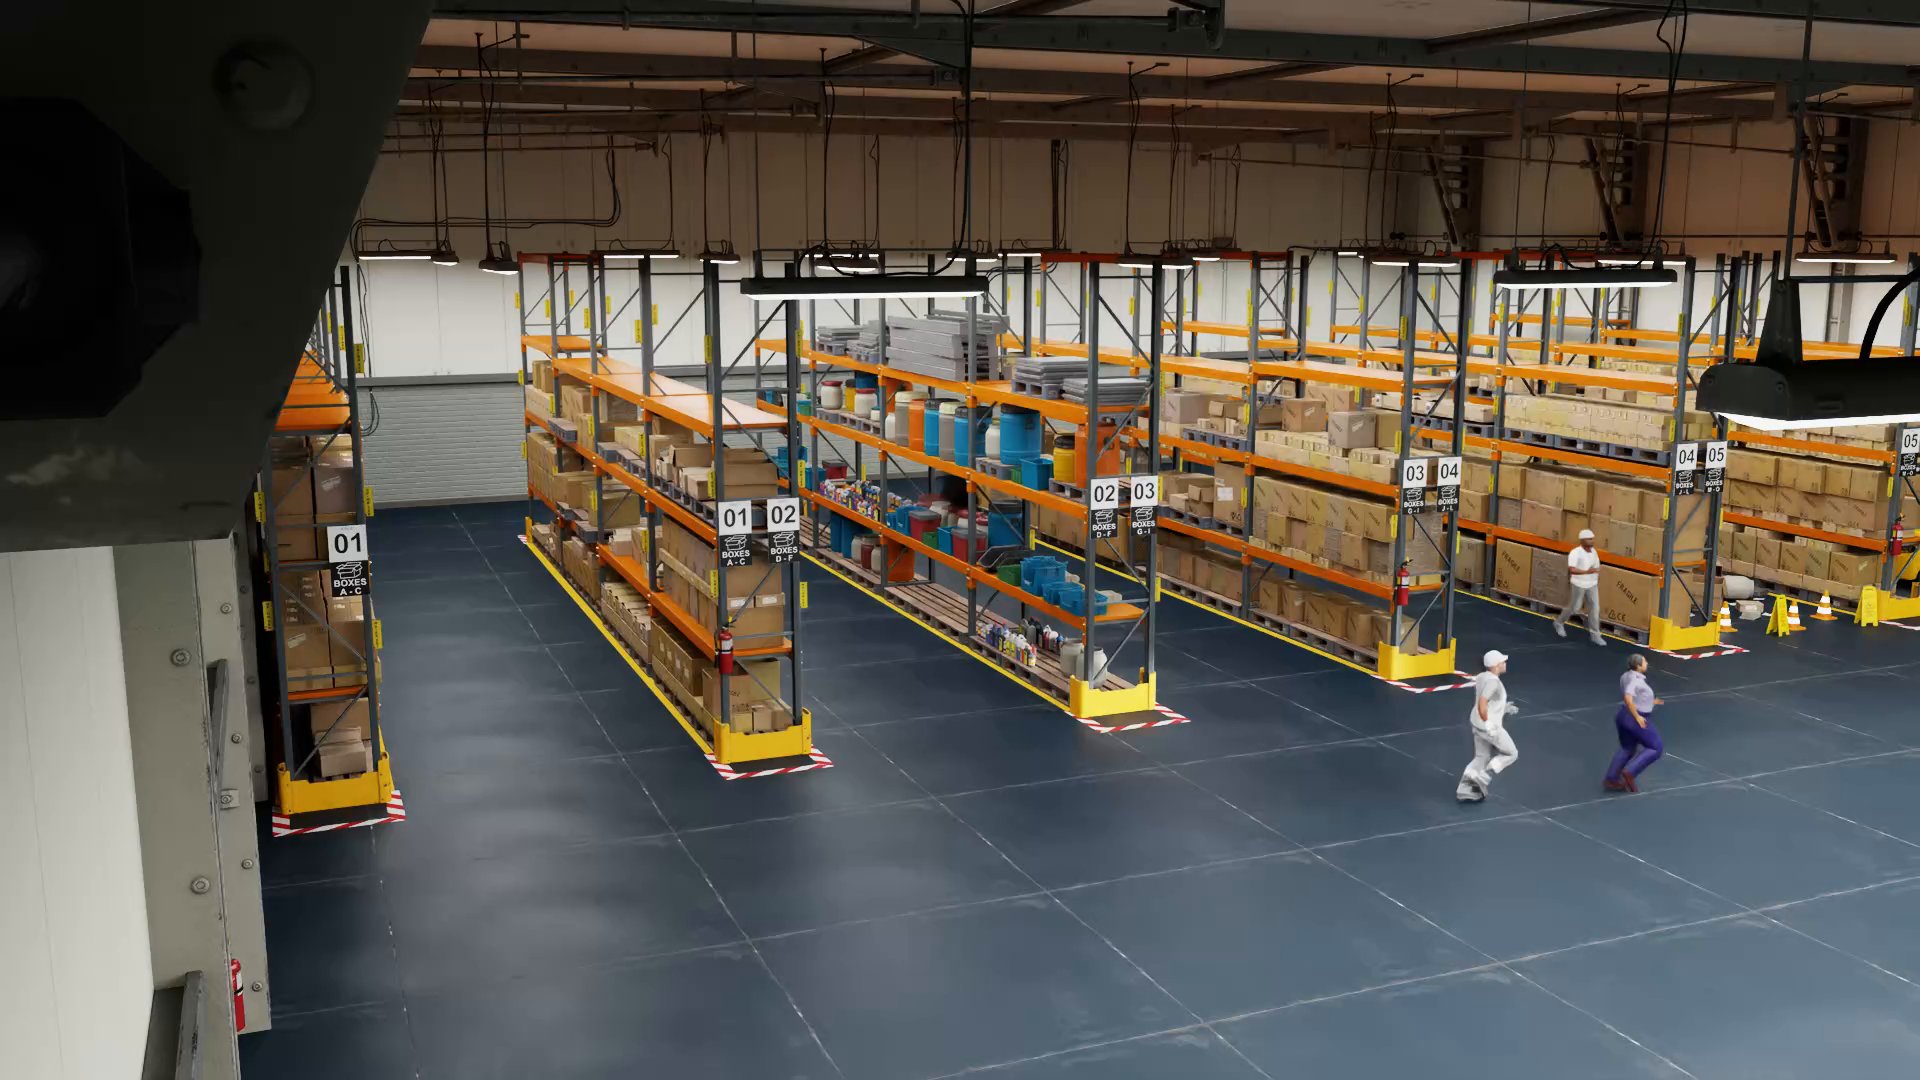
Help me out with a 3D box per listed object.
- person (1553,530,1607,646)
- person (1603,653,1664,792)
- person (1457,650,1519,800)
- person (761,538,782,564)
[{"bbox_3d":[9.789,0.709,26.076,0.702,1.763,0.956,-5,12,-26],"label":"person"},{"bbox_3d":[7.781,2.089,19.086,0.622,1.611,0.593,-1,10,-3],"label":"person"},{"bbox_3d":[5.984,2.086,18.747,0.696,1.723,0.582,-1,10,-4],"label":"person"},{"bbox_3d":[-3.306,-0.019,29.081,0.541,1.621,0.517,-5,12,-26],"label":"person"}]
